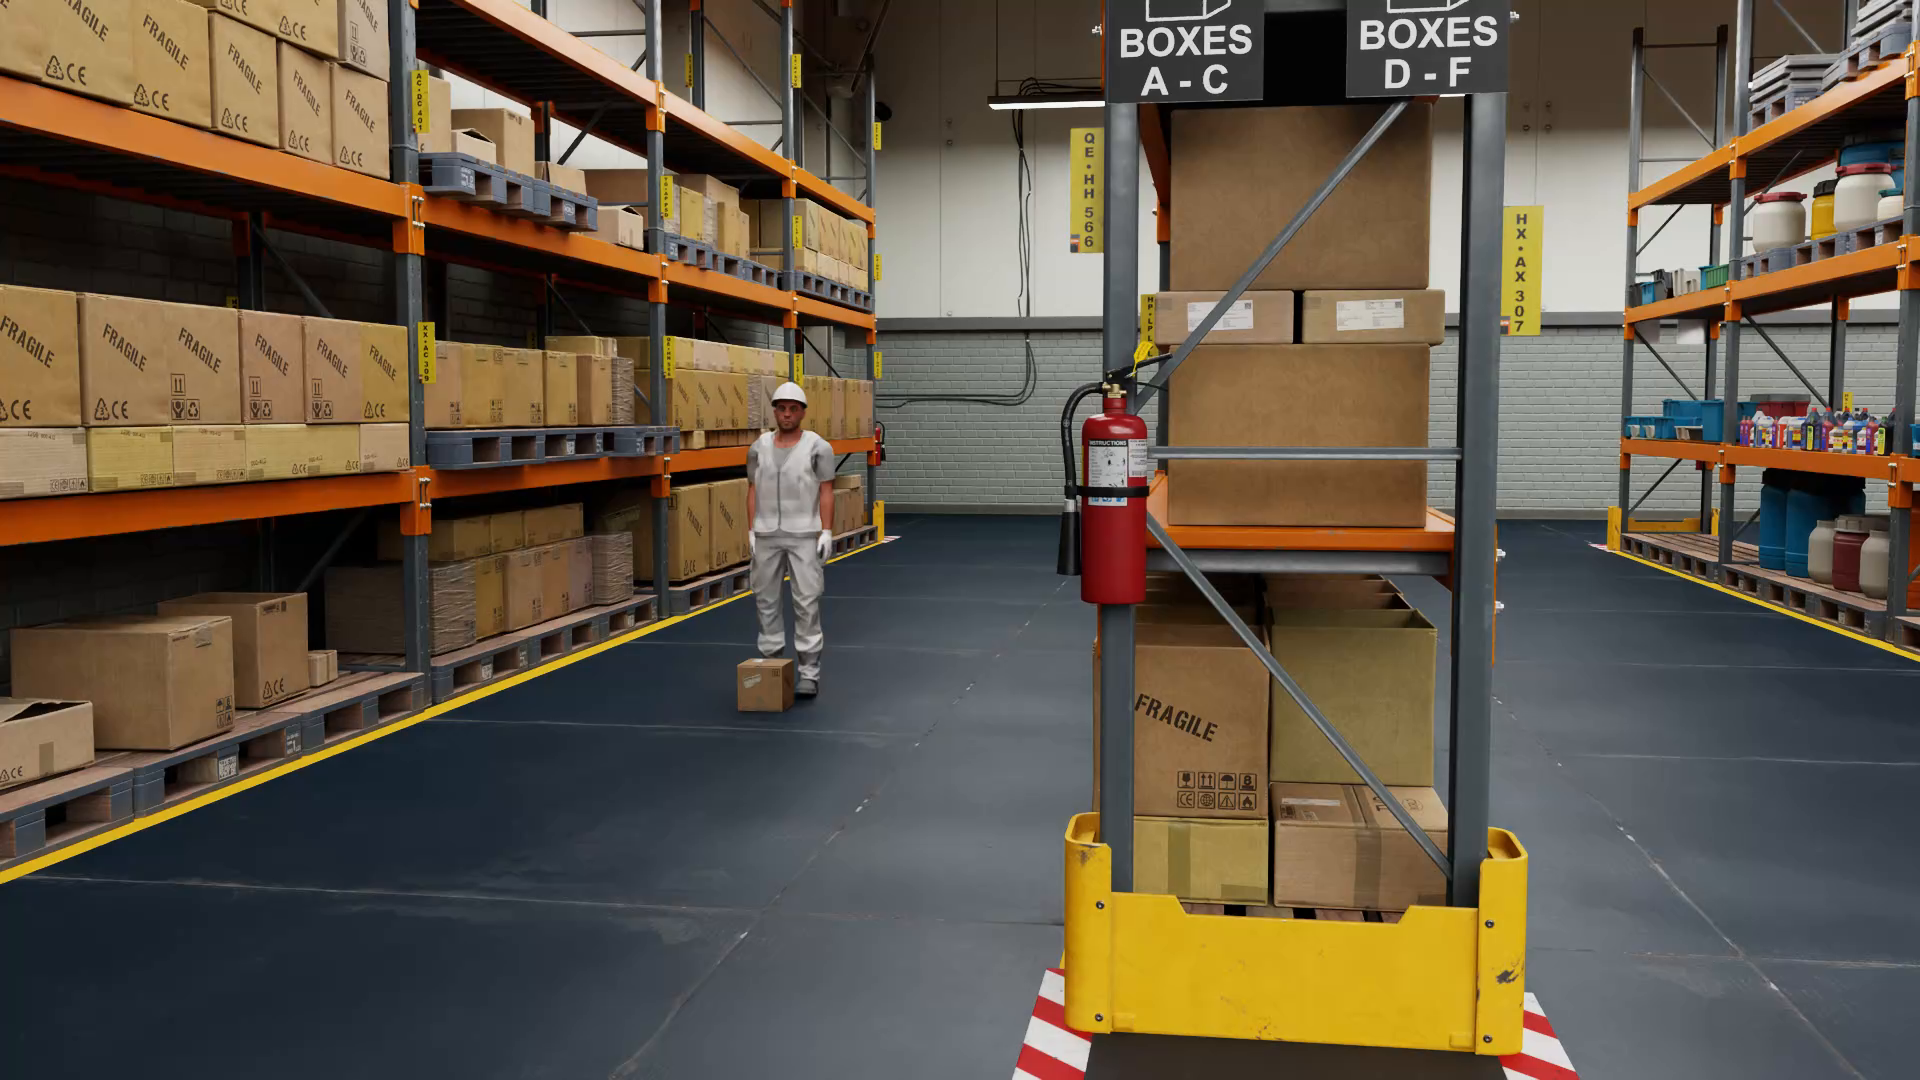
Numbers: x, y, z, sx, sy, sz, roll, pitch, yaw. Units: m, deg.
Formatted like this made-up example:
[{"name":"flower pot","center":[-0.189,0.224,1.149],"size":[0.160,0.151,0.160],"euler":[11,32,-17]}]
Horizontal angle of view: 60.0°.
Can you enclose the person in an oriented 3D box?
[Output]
[{"name":"person","center":[-0.980,-0.005,9.510],"size":[0.524,1.788,0.358],"euler":[1,4,10]}]
